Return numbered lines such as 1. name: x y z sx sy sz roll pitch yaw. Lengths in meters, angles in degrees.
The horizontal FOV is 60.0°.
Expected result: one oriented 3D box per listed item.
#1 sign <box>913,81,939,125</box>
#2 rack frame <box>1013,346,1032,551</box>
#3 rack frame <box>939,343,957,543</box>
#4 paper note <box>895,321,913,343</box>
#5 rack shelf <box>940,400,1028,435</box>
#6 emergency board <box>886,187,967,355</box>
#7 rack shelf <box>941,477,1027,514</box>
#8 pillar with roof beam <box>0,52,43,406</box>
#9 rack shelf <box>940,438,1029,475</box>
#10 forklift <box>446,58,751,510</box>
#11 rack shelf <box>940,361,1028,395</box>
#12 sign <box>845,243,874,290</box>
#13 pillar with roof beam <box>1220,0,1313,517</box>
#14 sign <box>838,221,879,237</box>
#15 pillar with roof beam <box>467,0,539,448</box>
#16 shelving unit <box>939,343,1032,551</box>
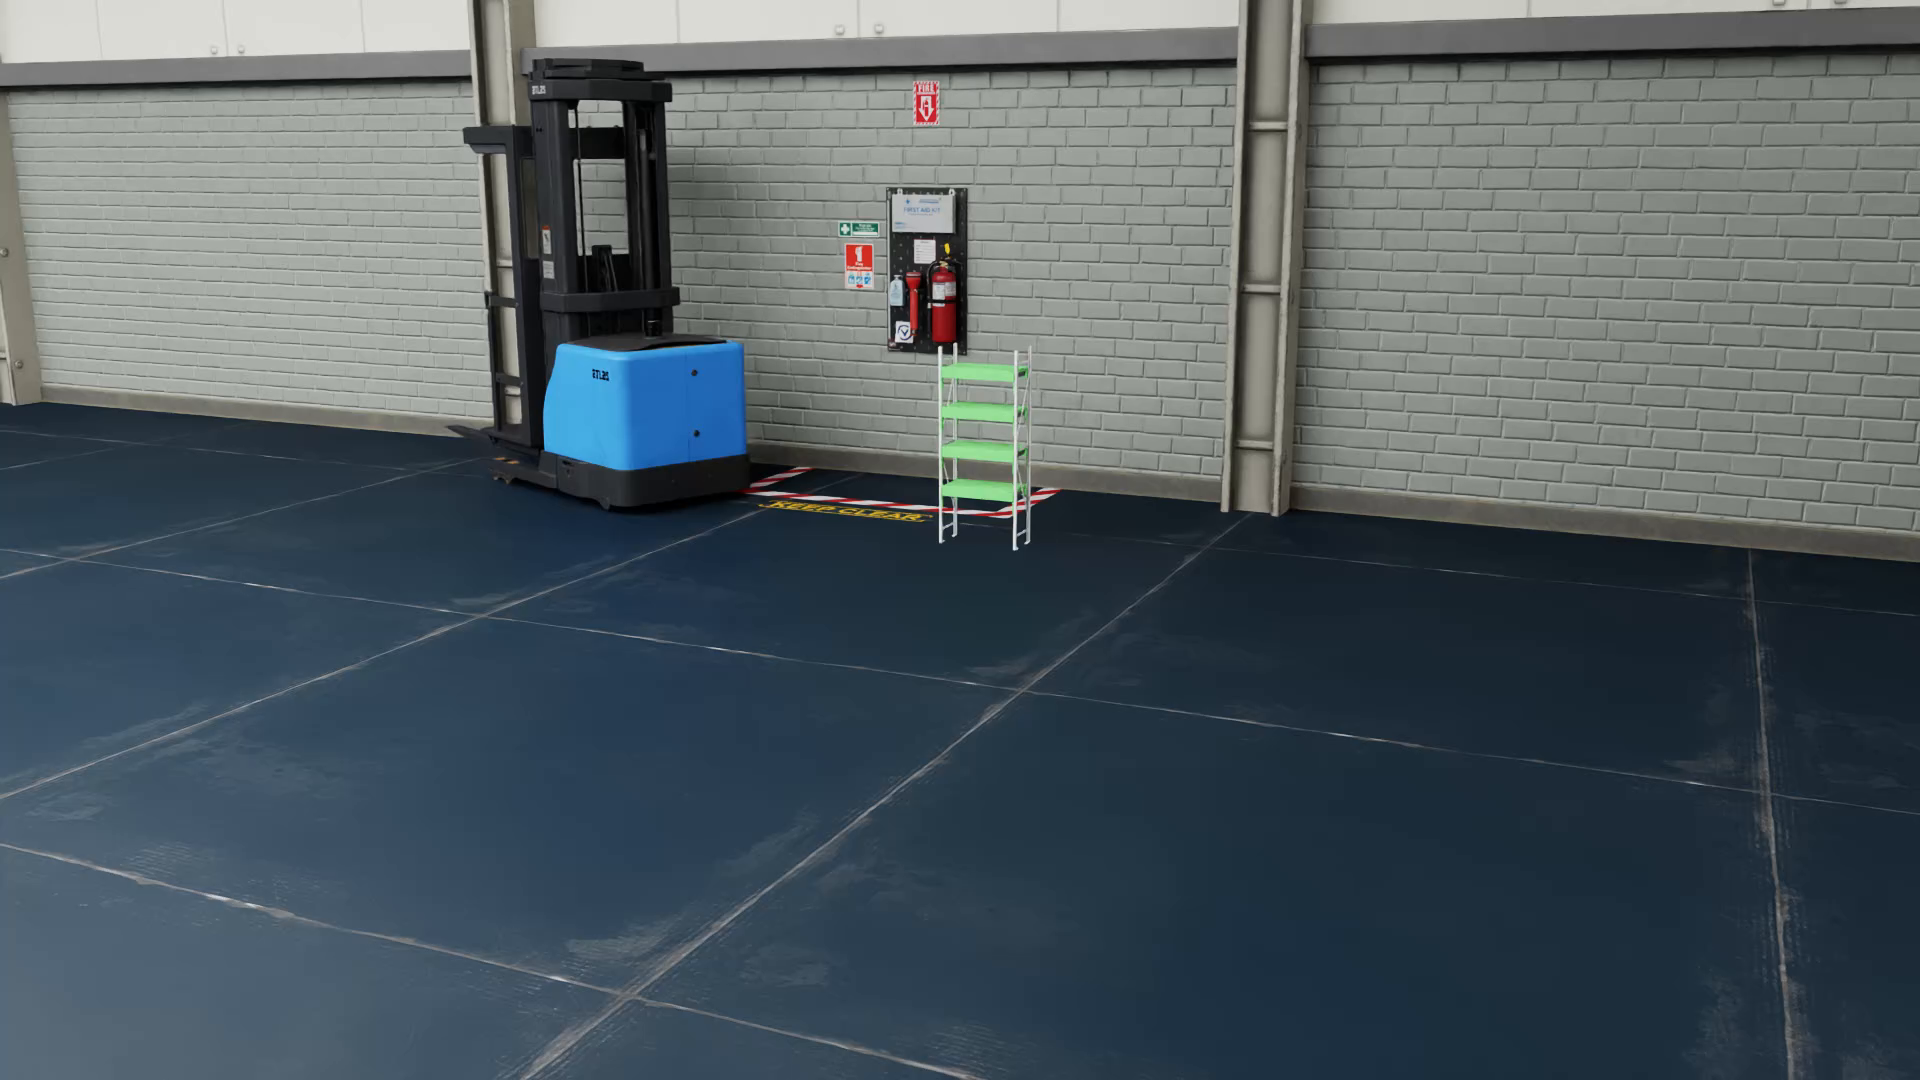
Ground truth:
1. sign: -0.236 -3.051 11.615 0.199 0.298 0.001 6 14 23
2. rack frame: 0.374 -0.546 9.956 0.015 1.200 0.240 6 14 23
3. rack frame: -0.072 -0.591 10.149 0.015 1.200 0.240 6 14 23
4. paper note: -0.402 -1.503 12.020 0.142 0.148 0.016 6 14 23
5. rack shelf: 0.151 -0.740 10.012 0.480 0.148 0.258 6 14 23
6. emergency board: -0.269 -1.901 11.788 0.643 1.169 0.194 6 14 23
7. rack shelf: 0.151 -0.273 10.122 0.480 0.148 0.258 6 14 23
8. pillar with roof beam: -10.740 -4.796 10.995 0.400 9.000 9.100 6 14 23
9. rack shelf: 0.151 -0.507 10.067 0.480 0.148 0.258 6 14 23
10. forklift: -2.803 -1.901 11.941 1.130 2.935 3.031 -11 17 -40
11. rack shelf: 0.151 -0.974 9.957 0.480 0.148 0.258 6 14 23
12. sign: -0.732 -1.991 12.094 0.234 0.329 0.001 6 14 23
13. pillar with roof beam: 0.232 -3.685 6.263 0.400 9.000 9.100 6 14 23
14. sign: -0.732 -2.246 12.024 0.331 0.109 0.001 6 14 23
15. pillar with roof beam: -5.254 -4.241 8.629 0.400 9.000 9.100 6 14 23
16. shelving unit: 0.151 -0.569 10.052 0.503 1.200 0.258 6 14 23
